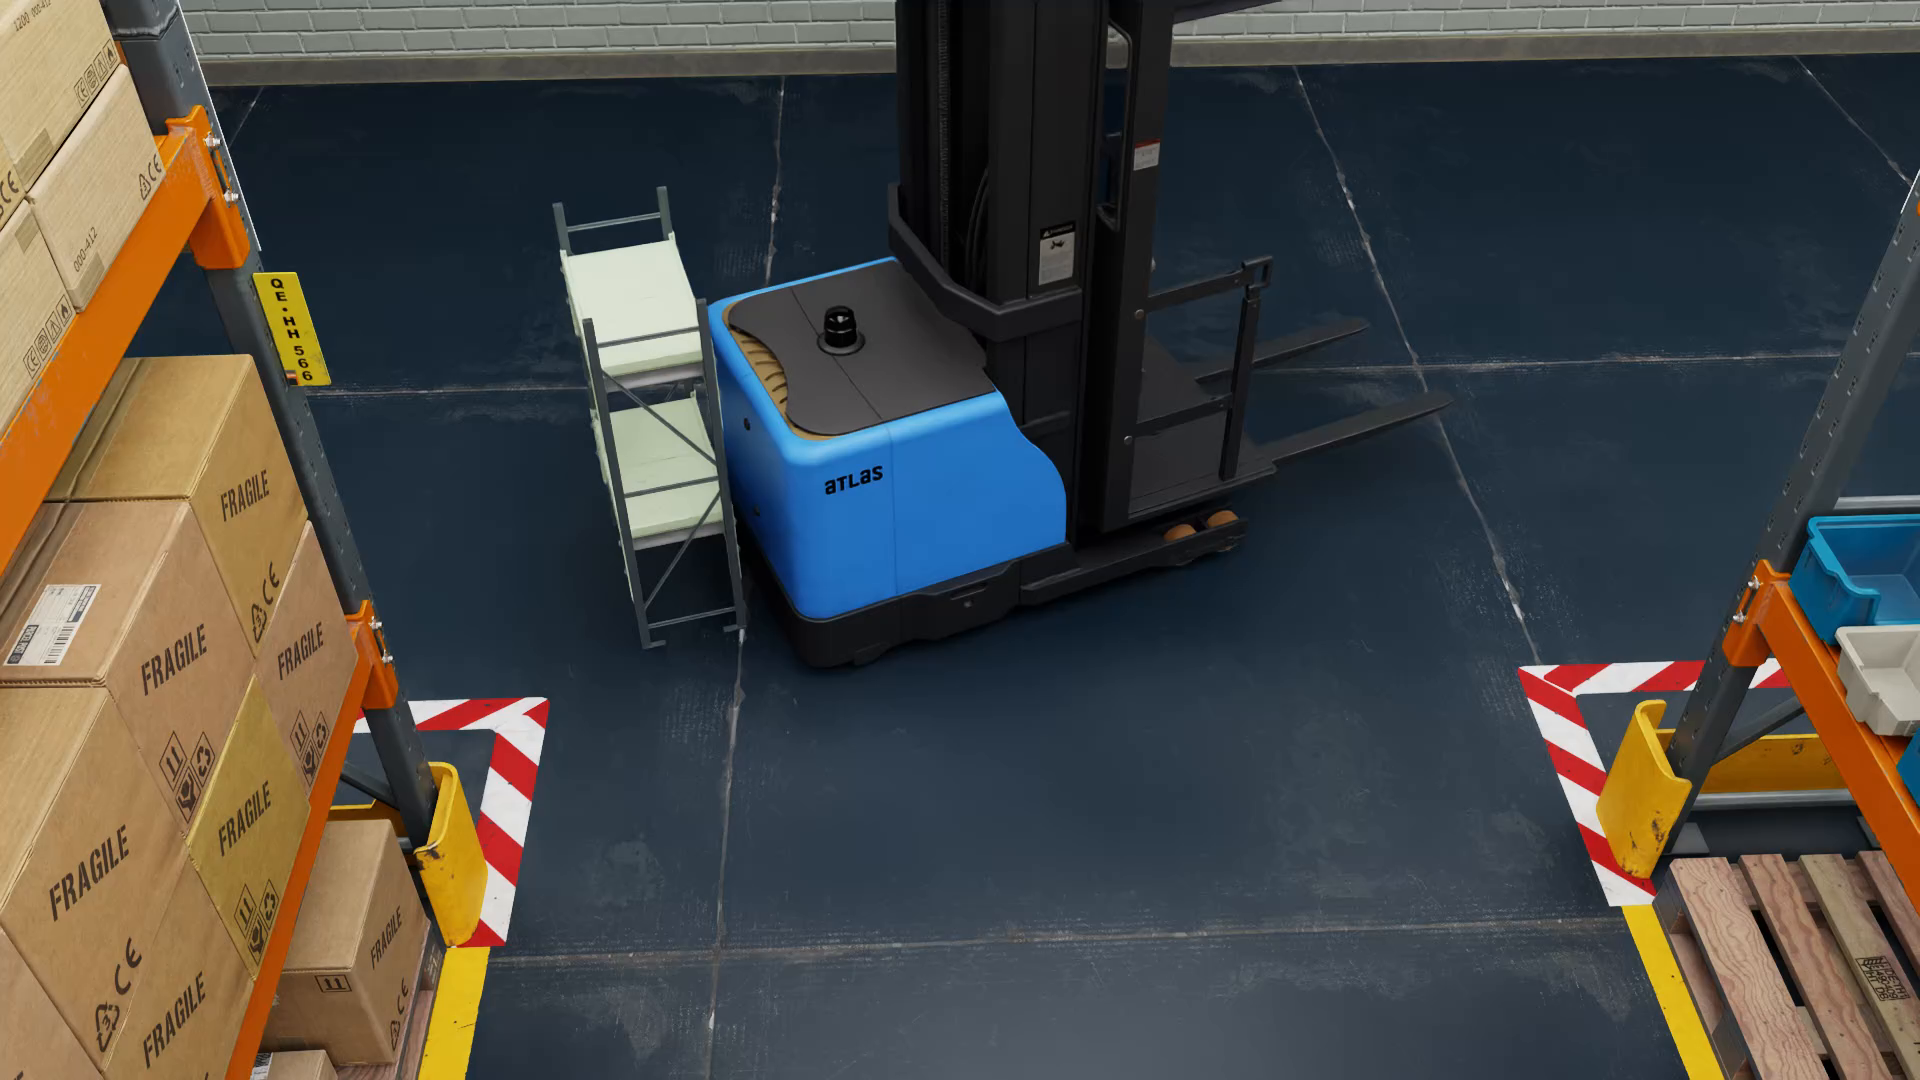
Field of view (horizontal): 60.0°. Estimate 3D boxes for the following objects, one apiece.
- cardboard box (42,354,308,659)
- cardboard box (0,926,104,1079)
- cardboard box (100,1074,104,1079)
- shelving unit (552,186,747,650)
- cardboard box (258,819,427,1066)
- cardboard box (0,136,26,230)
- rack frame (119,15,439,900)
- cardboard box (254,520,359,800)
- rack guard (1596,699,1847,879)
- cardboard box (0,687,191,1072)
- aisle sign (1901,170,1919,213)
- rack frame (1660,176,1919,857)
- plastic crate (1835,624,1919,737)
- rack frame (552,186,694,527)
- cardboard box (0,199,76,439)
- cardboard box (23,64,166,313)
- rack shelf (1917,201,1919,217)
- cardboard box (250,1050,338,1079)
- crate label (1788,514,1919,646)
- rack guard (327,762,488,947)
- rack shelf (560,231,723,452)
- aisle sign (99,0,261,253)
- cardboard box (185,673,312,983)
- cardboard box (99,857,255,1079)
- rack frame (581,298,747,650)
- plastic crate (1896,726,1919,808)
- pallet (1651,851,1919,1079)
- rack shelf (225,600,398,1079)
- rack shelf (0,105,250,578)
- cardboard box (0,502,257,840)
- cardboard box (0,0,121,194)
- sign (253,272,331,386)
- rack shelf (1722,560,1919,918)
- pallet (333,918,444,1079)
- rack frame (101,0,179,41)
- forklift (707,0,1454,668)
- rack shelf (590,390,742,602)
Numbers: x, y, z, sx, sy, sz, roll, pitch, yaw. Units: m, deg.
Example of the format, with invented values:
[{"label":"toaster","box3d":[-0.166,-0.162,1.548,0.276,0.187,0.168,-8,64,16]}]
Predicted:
[{"label":"cardboard box","box3d":[-1.861,-0.069,3.792,0.500,0.500,0.500,-2,43,-2]},{"label":"cardboard box","box3d":[-1.790,0.968,2.660,0.500,0.500,0.500,0,43,0]},{"label":"cardboard box","box3d":[-1.801,1.329,3.007,0.500,0.500,0.500,-2,43,-2]},{"label":"shelving unit","box3d":[-1.122,-0.420,6.098,0.431,1.500,0.755,-12,44,-13]},{"label":"cardboard box","box3d":[-1.885,1.163,4.786,0.500,0.500,0.500,-2,43,-2]},{"label":"cardboard box","box3d":[-1.857,-0.514,2.612,0.500,0.250,0.500,-2,43,-2]},{"label":"rack frame","box3d":[-2.155,0.044,4.482,1.000,3.000,0.127,-2,43,-2]},{"label":"cardboard box","box3d":[-1.864,0.301,4.127,0.500,0.500,0.500,0,43,0]},{"label":"rack guard","box3d":[2.780,0.810,5.497,1.175,0.500,0.348,-2,43,-2]},{"label":"cardboard box","box3d":[-1.812,0.622,3.038,0.500,0.500,0.500,-1,43,-1]},{"label":"aisle sign","box3d":[2.495,-1.094,3.800,0.394,0.787,0.004,-2,43,-2]},{"label":"rack frame","box3d":[2.794,-0.096,4.635,1.000,3.000,0.127,-2,43,-2]},{"label":"plastic crate","box3d":[2.407,0.374,4.273,0.250,0.136,0.298,-2,43,-2]},{"label":"rack frame","box3d":[-1.232,-0.655,6.355,0.400,1.500,0.023,-12,44,-13]},{"label":"cardboard box","box3d":[-1.859,-0.330,2.781,0.500,0.250,0.500,-2,43,-2]},{"label":"cardboard box","box3d":[-1.869,-0.667,3.149,0.500,0.250,0.500,-2,43,-2]},{"label":"rack shelf","box3d":[2.879,0.414,2.391,1.077,0.370,4.000,-2,43,-2]},{"label":"cardboard box","box3d":[-1.958,1.562,4.597,0.380,0.166,0.250,-2,43,-2]},{"label":"crate label","box3d":[2.476,0.120,4.479,0.416,0.233,0.303,-2,43,-2]},{"label":"rack guard","box3d":[-2.151,1.016,5.271,1.175,0.500,0.348,-2,43,-2]},{"label":"rack shelf","box3d":[-1.122,-0.707,5.834,0.431,0.370,0.720,-12,44,-13]},{"label":"aisle sign","box3d":[-1.852,-0.969,3.664,0.394,0.787,0.004,-2,43,-2]},{"label":"cardboard box","box3d":[-1.838,0.652,3.745,0.500,0.500,0.500,-1,43,-1]},{"label":"cardboard box","box3d":[-1.822,0.989,3.378,0.500,0.500,0.500,-1,43,-1]},{"label":"rack frame","box3d":[-1.013,-0.184,5.840,0.400,1.500,0.023,-12,44,-13]},{"label":"plastic crate","box3d":[2.504,0.564,3.994,0.416,0.233,0.300,-2,43,-2]},{"label":"pallet","box3d":[2.791,1.490,4.968,1.003,0.211,1.213,-2,43,-2]},{"label":"rack shelf","box3d":[-2.070,1.659,3.252,1.077,0.370,4.000,-2,43,-2]},{"label":"rack shelf","box3d":[-2.070,0.553,2.239,1.077,0.370,4.000,-2,43,-2]},{"label":"cardboard box","box3d":[-1.839,0.272,3.420,0.500,0.500,0.500,-1,43,-1]},{"label":"cardboard box","box3d":[-1.878,-0.852,2.980,0.500,0.250,0.500,-2,43,-2]},{"label":"sign","box3d":[-1.599,-0.502,3.987,0.100,0.325,0.005,-2,43,-2]},{"label":"rack shelf","box3d":[2.879,1.519,3.405,1.077,0.370,4.000,-2,43,-2]},{"label":"pallet","box3d":[-2.117,1.661,4.782,1.003,0.211,1.213,-2,43,-2]},{"label":"rack frame","box3d":[-2.155,-2.168,2.455,1.000,3.000,0.127,-2,43,-2]},{"label":"forklift","box3d":[0.591,-1.285,5.983,3.031,2.935,1.130,-17,45,-18]},{"label":"rack shelf","box3d":[-1.122,-0.179,6.318,0.431,0.370,0.720,-12,44,-13]}]
